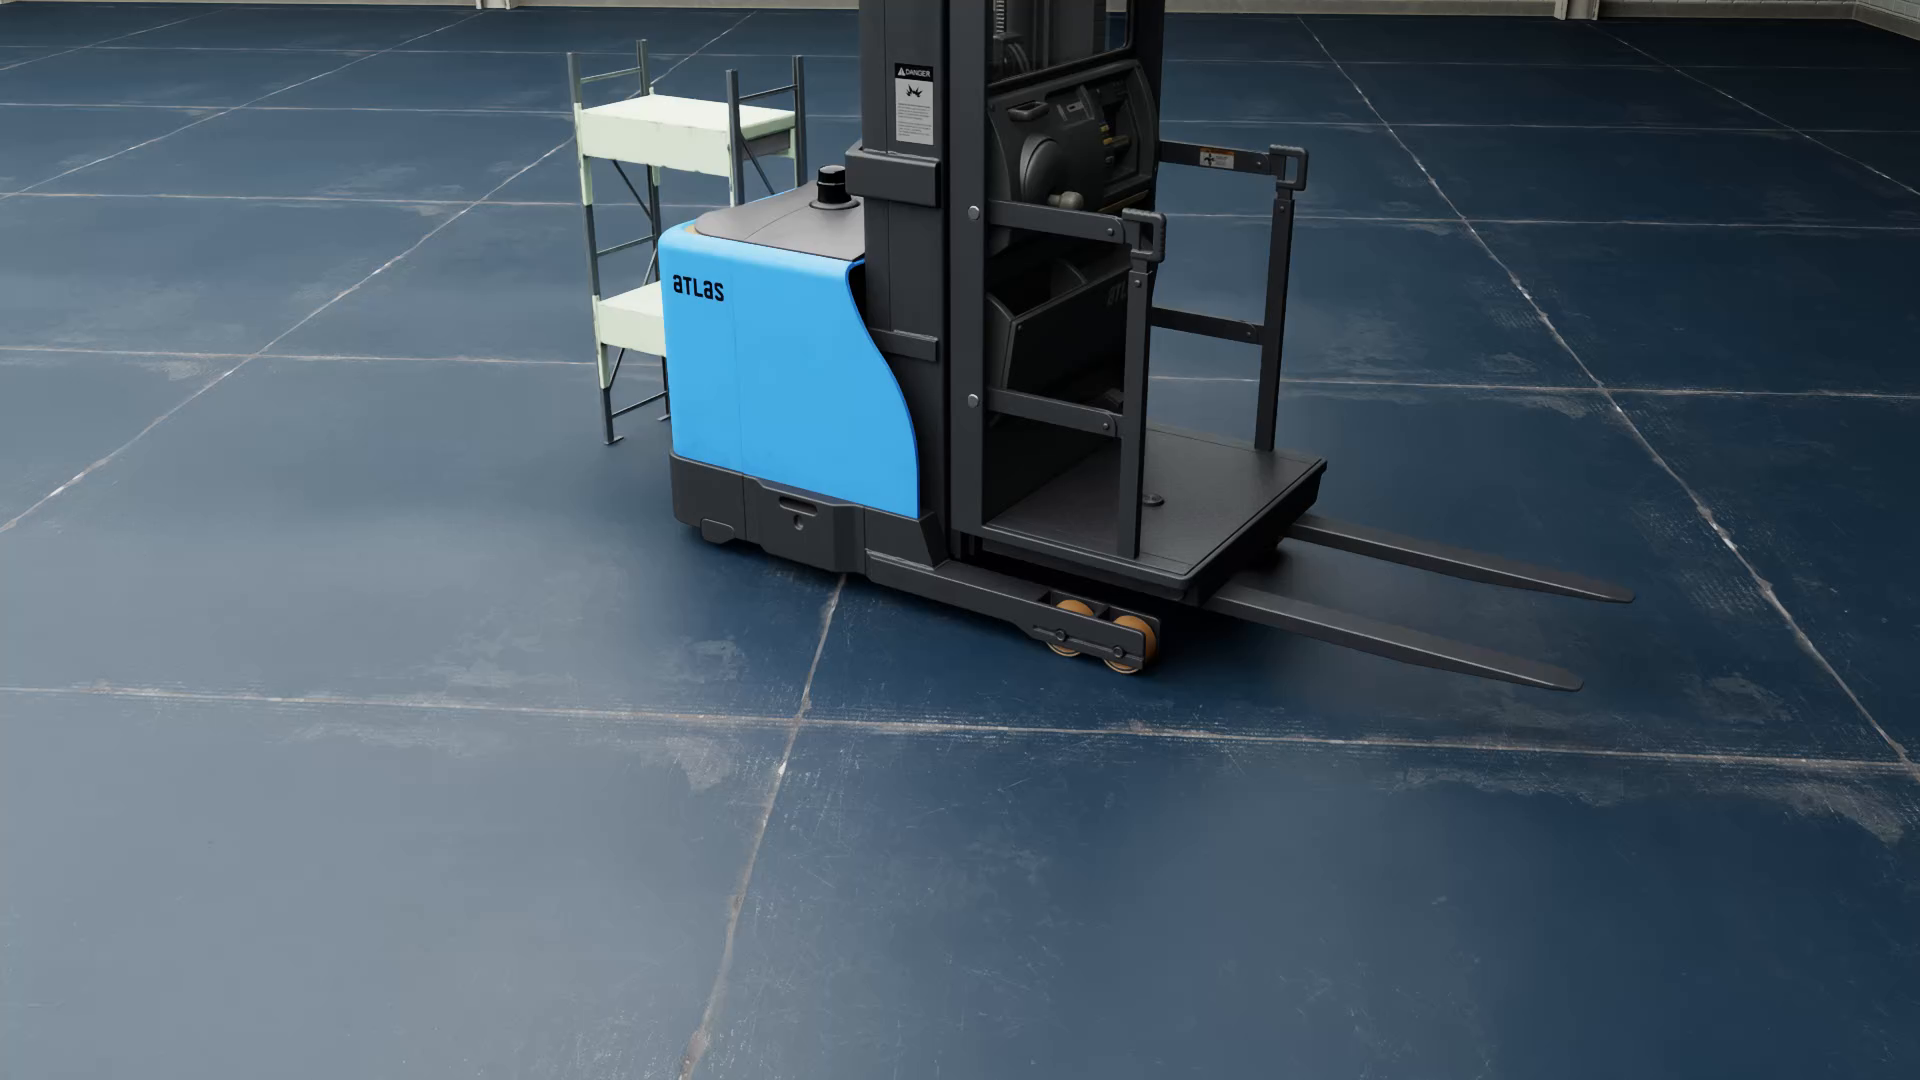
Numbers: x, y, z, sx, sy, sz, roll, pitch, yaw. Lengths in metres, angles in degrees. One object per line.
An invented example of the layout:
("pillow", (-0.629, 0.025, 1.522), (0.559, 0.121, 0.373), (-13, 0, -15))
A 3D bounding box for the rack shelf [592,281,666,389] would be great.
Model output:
("rack shelf", (-0.981, -0.750, 6.367), (0.720, 0.370, 0.431), (15, 29, 29))

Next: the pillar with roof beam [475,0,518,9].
("pillar with roof beam", (-5.594, -8.365, 13.163), (0.400, 9.000, 9.100), (2, 25, 4))

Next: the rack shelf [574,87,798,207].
("rack shelf", (-0.981, -1.401, 6.067), (0.720, 0.370, 0.431), (15, 29, 29))

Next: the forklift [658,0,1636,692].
("forklift", (0.525, -1.192, 4.834), (3.031, 2.935, 1.130), (15, 29, 29))

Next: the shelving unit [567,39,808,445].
("shelving unit", (-0.981, -1.047, 6.230), (0.755, 1.500, 0.431), (15, 29, 29))

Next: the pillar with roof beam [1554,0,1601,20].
("pillar with roof beam", (6.371, -7.981, 12.329), (0.400, 9.000, 9.100), (2, 25, 4))

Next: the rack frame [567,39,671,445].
("rack frame", (-1.291, -1.128, 6.407), (0.023, 1.500, 0.400), (15, 29, 29))

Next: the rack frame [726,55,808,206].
("rack frame", (-0.671, -0.965, 6.053), (0.023, 1.500, 0.400), (15, 29, 29))
